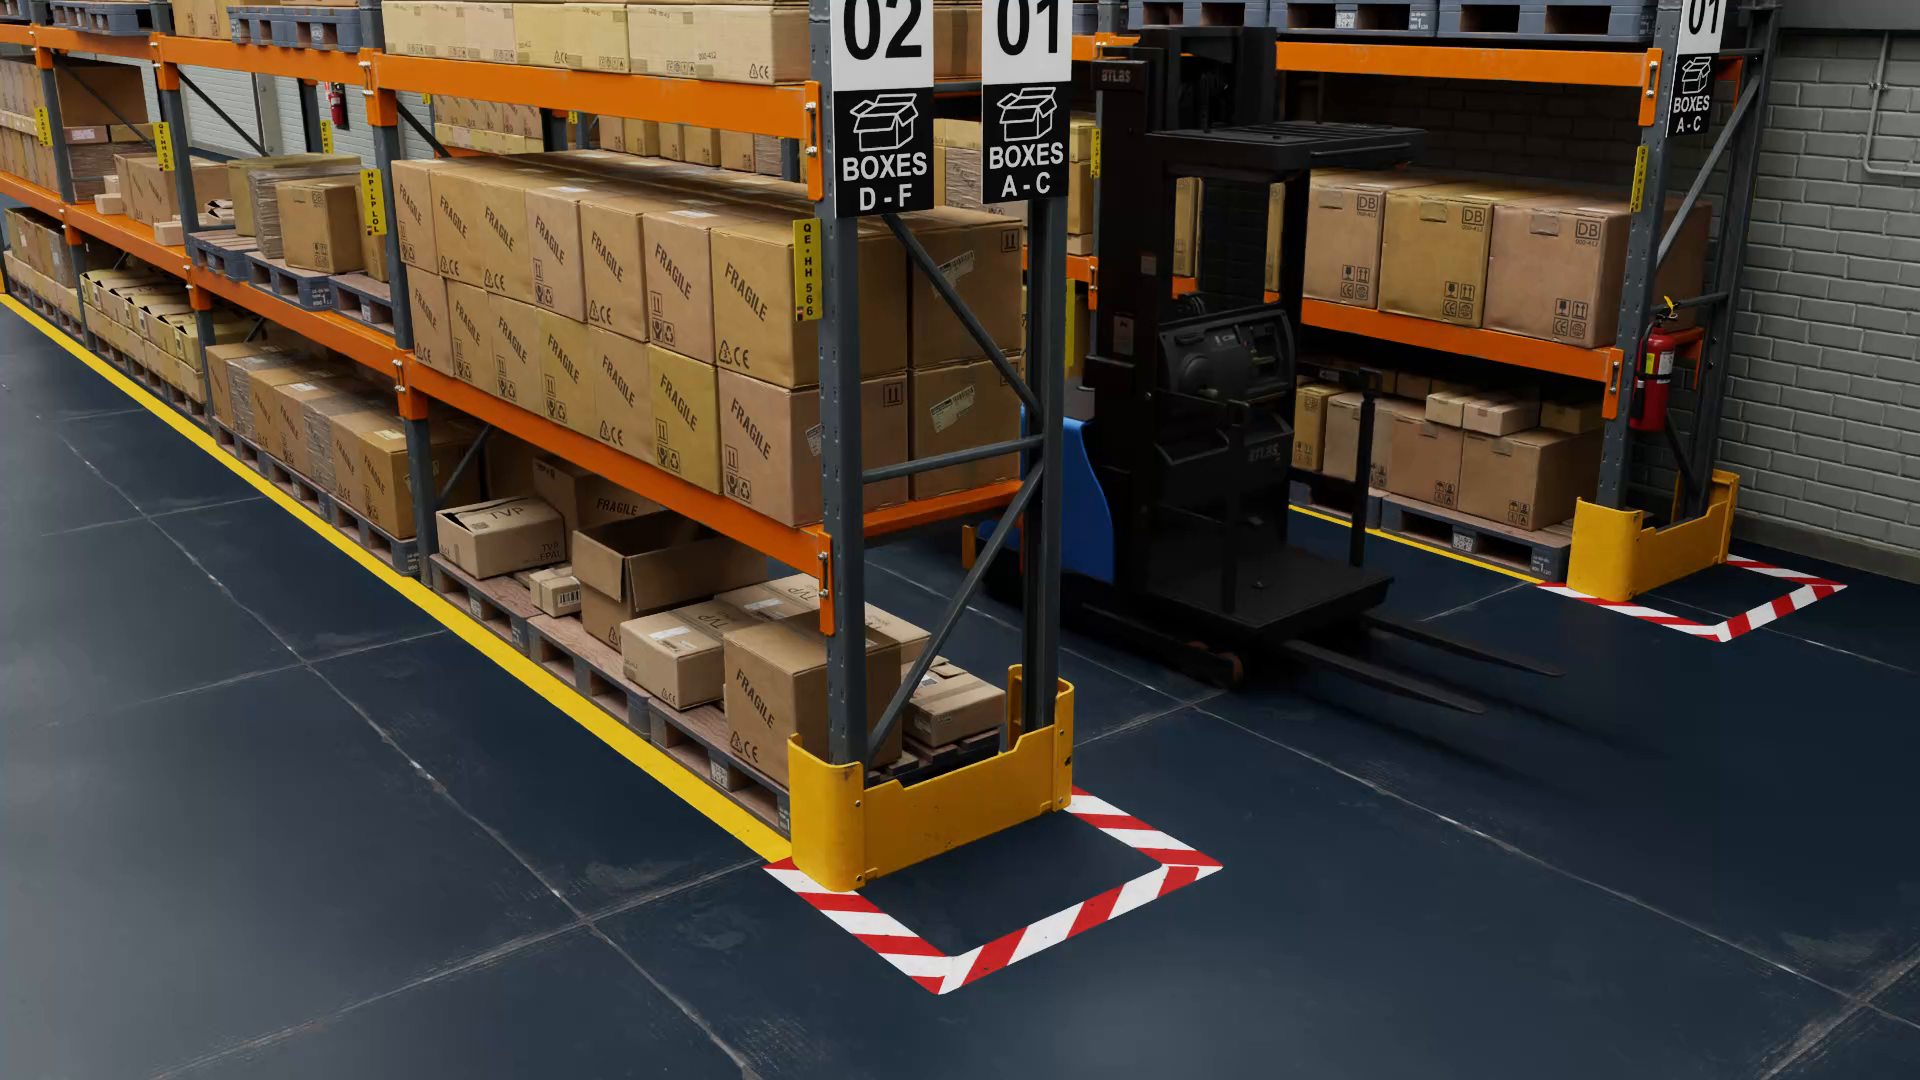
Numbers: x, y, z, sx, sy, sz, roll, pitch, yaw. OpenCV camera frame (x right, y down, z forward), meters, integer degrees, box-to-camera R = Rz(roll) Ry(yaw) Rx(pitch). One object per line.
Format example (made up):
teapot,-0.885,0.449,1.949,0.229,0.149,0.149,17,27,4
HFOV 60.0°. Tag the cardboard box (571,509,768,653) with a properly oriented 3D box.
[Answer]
cardboard box,-1.357,0.174,7.835,0.797,0.503,0.637,-14,23,-36

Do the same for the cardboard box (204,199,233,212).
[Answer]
cardboard box,-5.415,-2.465,12.677,0.500,0.311,0.500,-14,23,-37

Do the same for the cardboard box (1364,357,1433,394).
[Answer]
cardboard box,2.770,-1.040,10.507,0.380,0.149,0.250,-14,23,-36

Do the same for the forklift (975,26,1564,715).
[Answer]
forklift,1.433,-0.879,7.854,1.130,2.935,3.031,-15,24,-39

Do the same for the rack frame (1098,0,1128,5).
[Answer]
rack frame,1.353,-5.079,10.887,1.000,3.000,0.127,-14,23,-36

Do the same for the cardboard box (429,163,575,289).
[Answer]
cardboard box,-2.135,-1.488,7.834,0.500,0.500,0.500,-15,23,-38

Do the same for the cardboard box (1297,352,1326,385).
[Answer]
cardboard box,2.131,-1.099,10.687,0.380,0.149,0.250,-15,23,-38

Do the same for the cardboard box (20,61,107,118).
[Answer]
cardboard box,-8.400,-4.254,15.715,0.700,0.500,0.500,-14,23,-36

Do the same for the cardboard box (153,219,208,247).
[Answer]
cardboard box,-5.786,-2.298,12.430,0.380,0.149,0.250,-14,23,-36

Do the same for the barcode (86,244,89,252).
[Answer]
barcode,-7.663,-2.569,14.598,0.001,0.075,0.075,-14,23,-36

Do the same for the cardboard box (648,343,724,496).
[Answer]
cardboard box,-0.860,-0.510,6.472,0.500,0.500,0.500,-14,23,-36

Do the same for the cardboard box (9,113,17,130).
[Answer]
cardboard box,-9.102,-4.120,16.343,0.380,0.149,0.250,-14,23,-37

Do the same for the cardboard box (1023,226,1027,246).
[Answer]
cardboard box,0.621,-2.280,12.344,0.380,0.149,0.250,-13,22,-34

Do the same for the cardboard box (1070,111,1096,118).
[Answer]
cardboard box,0.942,-3.077,12.527,0.500,0.250,0.500,-14,23,-35

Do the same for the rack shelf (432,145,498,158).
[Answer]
rack shelf,-4.856,-4.354,19.384,1.077,0.370,4.000,-14,23,-36

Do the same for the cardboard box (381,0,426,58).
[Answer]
cardboard box,-2.420,-2.448,7.951,0.500,0.250,0.500,-14,23,-36

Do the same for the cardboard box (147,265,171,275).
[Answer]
cardboard box,-7.019,-2.351,15.006,0.500,0.311,0.500,-14,23,-36

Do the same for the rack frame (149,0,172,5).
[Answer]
rack frame,-5.011,-5.097,10.941,1.000,3.000,0.127,-14,23,-36

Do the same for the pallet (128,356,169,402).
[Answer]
pallet,-6.245,-1.437,13.865,1.003,0.211,1.213,-14,23,-36

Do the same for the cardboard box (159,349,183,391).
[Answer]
cardboard box,-5.852,-1.352,12.879,0.500,0.250,0.500,-14,23,-37

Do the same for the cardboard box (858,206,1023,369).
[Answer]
cardboard box,-0.113,-0.961,6.243,0.500,0.500,0.500,-13,22,-34

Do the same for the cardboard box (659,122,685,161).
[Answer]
cardboard box,-2.550,-4.032,16.407,0.700,0.500,0.500,-10,21,-29

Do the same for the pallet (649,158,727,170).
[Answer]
pallet,-2.391,-3.606,16.285,1.003,0.211,1.213,-14,23,-36

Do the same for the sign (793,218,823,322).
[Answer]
sign,-0.492,-0.874,5.386,0.100,0.325,0.005,-14,23,-36

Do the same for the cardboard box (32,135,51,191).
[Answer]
cardboard box,-8.416,-3.644,15.935,0.700,0.500,0.500,-14,23,-35

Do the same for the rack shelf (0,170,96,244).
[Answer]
rack shelf,-8.737,-3.386,16.462,1.077,0.370,4.000,-14,23,-36

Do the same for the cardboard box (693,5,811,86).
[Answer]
cardboard box,-0.570,-1.706,5.709,0.500,0.250,0.500,-14,23,-36

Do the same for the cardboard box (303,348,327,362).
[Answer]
cardboard box,-4.246,-1.087,11.650,0.500,0.500,0.500,-13,22,-34

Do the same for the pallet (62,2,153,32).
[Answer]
pallet,-6.199,-4.008,12.725,1.003,0.211,1.213,-13,22,-34

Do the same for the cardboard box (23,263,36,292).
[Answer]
cardboard box,-9.196,-2.693,16.931,0.500,0.250,0.500,-14,23,-36

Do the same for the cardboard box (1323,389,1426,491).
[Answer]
cardboard box,2.700,-0.659,10.388,0.700,0.500,0.500,-15,23,-38

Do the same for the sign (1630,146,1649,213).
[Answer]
sign,3.403,-1.805,8.324,0.100,0.325,0.005,-14,23,-36

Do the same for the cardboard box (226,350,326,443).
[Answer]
cardboard box,-4.623,-0.976,11.314,0.500,0.500,0.500,-15,24,-38

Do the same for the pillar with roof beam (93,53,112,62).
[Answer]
pillar with roof beam,-23.261,-13.106,35.128,9.100,9.000,0.400,-14,23,-36

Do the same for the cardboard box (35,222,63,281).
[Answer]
cardboard box,-8.569,-2.805,16.074,0.500,0.500,0.500,-14,23,-36

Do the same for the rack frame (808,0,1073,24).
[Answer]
rack frame,-0.044,-3.126,4.987,1.000,3.000,0.127,-14,23,-36

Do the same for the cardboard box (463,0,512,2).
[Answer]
cardboard box,-1.807,-2.437,7.122,0.500,0.250,0.500,-14,23,-36

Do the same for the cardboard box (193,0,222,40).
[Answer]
cardboard box,-4.397,-3.494,10.712,0.910,0.500,0.500,-14,23,-36

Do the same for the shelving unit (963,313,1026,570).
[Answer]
shelving unit,-0.047,-0.731,9.683,0.587,1.500,1.083,-14,23,-36

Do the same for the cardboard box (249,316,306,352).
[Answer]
cardboard box,-5.106,-1.596,12.725,0.500,0.311,0.500,-13,22,-34

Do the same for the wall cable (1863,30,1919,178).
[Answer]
wall cable,5.373,-1.597,8.298,0.084,1.984,1.851,-14,23,-36

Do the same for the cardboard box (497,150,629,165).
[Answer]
cardboard box,-2.011,-1.712,8.510,0.500,0.500,0.500,-14,23,-36

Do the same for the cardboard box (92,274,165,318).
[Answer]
cardboard box,-7.127,-2.120,14.308,0.500,0.311,0.500,-14,23,-37

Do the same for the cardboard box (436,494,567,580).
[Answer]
cardboard box,-2.437,-0.050,8.821,0.500,0.311,0.500,-14,23,-36

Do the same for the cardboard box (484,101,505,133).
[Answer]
cardboard box,-5.092,-4.929,18.991,0.500,0.500,0.500,-13,22,-34

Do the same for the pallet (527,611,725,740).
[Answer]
pallet,-1.340,0.530,7.925,1.003,0.211,1.213,-14,23,-36

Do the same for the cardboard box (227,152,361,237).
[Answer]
cardboard box,-4.532,-2.363,11.400,0.500,0.500,0.700,11,21,30

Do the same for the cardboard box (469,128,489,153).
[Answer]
cardboard box,-5.398,-4.693,19.469,0.500,0.250,0.500,-14,23,-37

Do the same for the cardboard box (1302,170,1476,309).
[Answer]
cardboard box,2.586,-1.879,10.287,0.980,0.700,0.700,-15,24,-39

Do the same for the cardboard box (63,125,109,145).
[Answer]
cardboard box,-7.831,-3.616,14.819,0.380,0.149,0.250,-14,23,-36

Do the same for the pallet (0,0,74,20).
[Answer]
pallet,-8.045,-4.822,15.022,1.003,0.211,1.213,-14,23,-36
